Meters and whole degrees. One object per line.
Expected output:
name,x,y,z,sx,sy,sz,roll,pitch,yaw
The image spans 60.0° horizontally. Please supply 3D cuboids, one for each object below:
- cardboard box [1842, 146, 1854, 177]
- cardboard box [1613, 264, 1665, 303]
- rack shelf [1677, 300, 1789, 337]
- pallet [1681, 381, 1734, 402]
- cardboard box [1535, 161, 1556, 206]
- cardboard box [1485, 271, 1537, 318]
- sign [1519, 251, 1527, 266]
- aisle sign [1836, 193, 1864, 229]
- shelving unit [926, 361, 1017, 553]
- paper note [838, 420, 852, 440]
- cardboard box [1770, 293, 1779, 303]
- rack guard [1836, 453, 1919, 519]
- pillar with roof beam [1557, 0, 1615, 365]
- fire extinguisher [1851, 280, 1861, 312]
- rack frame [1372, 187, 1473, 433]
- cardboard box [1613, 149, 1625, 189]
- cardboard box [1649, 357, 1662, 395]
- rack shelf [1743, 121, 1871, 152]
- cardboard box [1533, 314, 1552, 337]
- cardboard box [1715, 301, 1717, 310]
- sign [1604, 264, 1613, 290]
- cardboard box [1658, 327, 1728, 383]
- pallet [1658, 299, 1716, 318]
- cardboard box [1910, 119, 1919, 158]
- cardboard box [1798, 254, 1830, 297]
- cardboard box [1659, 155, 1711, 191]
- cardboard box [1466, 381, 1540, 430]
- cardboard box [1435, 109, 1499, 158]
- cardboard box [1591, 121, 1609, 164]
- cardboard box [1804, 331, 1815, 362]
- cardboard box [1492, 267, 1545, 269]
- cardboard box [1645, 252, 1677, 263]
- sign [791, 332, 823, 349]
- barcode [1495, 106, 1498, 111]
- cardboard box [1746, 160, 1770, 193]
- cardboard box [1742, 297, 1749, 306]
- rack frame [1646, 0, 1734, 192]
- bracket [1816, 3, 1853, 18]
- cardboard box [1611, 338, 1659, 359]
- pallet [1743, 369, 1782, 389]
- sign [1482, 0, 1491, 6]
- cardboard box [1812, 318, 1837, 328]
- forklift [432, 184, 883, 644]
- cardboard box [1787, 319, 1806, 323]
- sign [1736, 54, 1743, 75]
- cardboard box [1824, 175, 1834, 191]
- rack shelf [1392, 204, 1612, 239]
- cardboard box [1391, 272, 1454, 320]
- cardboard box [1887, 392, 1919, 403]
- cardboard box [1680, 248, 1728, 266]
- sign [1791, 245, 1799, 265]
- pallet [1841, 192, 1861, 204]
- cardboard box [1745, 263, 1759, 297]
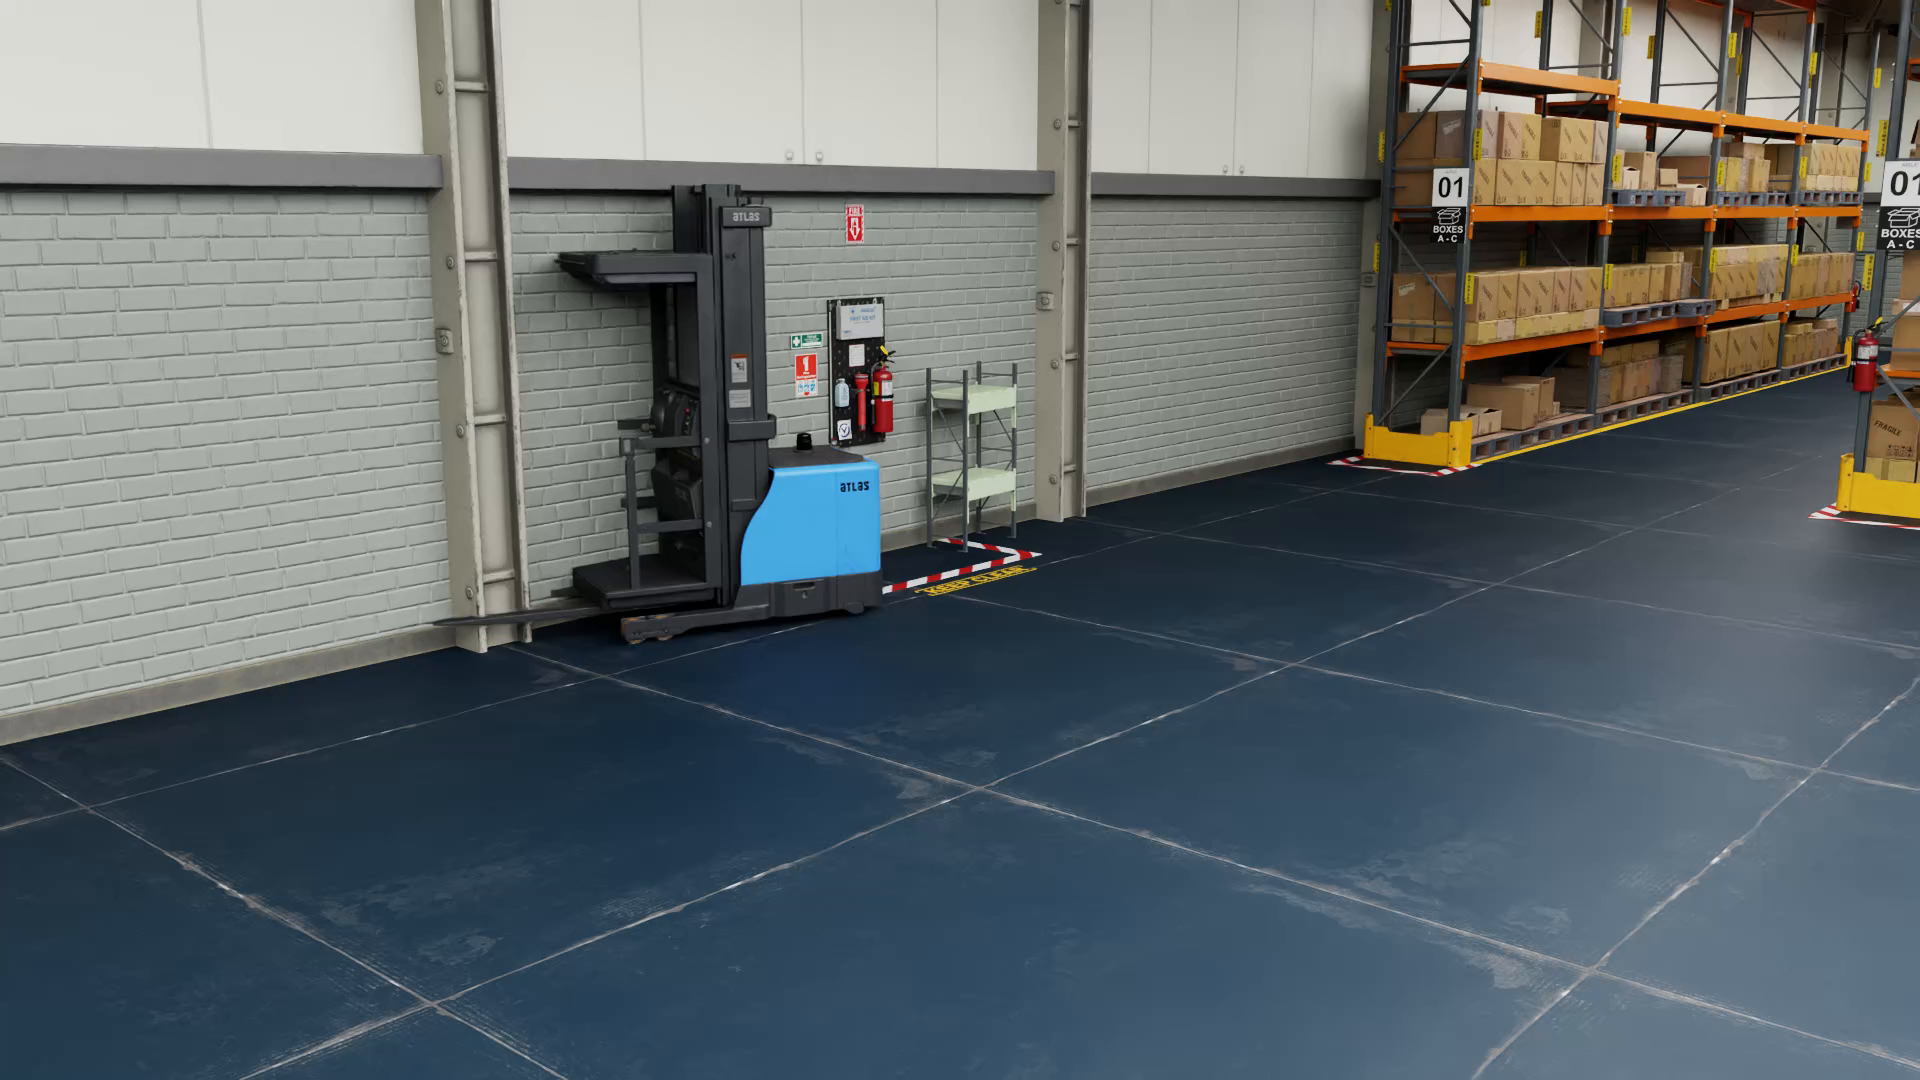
cardboard box,15.010,-6.508,28.621,0.500,0.500,0.500,10,15,42
cardboard box,9.238,-3.535,22.871,0.700,0.500,0.500,10,15,40
rack shelf,11.666,-3.468,25.753,1.077,0.370,4.000,10,15,40
pallet,10.923,-2.265,25.014,1.003,0.211,1.213,10,15,40
cardboard box,6.532,-4.129,19.261,0.500,0.500,0.500,11,16,44
cardboard box,6.286,-2.831,19.146,0.500,0.500,0.500,9,14,39
sign,7.286,-3.577,21.506,0.100,0.325,0.005,10,15,40
aisle sign,15.900,-5.950,29.706,0.394,0.787,0.004,10,15,40
shelving unit,0.103,-0.714,13.957,0.431,1.500,0.755,8,14,34
paper note,-0.912,-0.874,13.177,0.016,0.148,0.142,10,15,40
cardboard box,12.827,-3.875,26.544,0.380,0.149,0.250,10,15,41
rack guard,8.773,-0.480,15.339,1.175,0.500,0.348,10,15,40
pillar with roof beam,12.072,-5.832,20.437,9.100,9.000,0.400,10,15,40
fire extinguisher,16.073,-4.445,29.958,0.296,0.674,0.183,10,15,40
rack frame,5.065,-2.349,18.316,1.000,3.000,0.127,10,15,40
cardboard box,8.127,-4.734,21.269,0.500,0.500,0.500,-9,15,-39
cardboard box,9.483,-2.343,23.542,0.700,0.500,0.500,10,15,40
rack shelf,14.307,-6.802,28.151,1.077,0.370,4.000,10,15,40
cardboard box,6.634,-2.543,19.617,0.500,0.250,0.500,10,15,41
cardboard box,10.910,-3.468,24.504,0.380,0.149,0.250,10,15,41
sign,8.118,-3.293,20.832,0.100,0.325,0.005,10,15,40
cardboard box,10.930,-2.769,24.835,0.750,0.750,0.750,10,15,40
pallet,9.956,-3.314,23.634,1.213,0.211,1.003,10,15,40
cardboard box,9.171,-3.590,15.174,0.637,0.503,0.797,-11,16,-44
cardboard box,14.316,-4.555,28.591,0.980,0.700,0.700,9,14,38
cardboard box,10.617,-5.340,24.250,0.700,0.500,0.500,8,14,36
cardboard box,6.488,-1.615,19.897,0.700,0.500,0.500,9,14,37
cardboard box,5.502,-4.395,18.039,0.500,0.500,0.500,8,14,36
cardboard box,7.579,-4.849,20.314,0.500,0.500,0.500,8,14,36
cardboard box,14.232,-3.341,28.588,0.700,0.500,0.500,10,15,42
cardboard box,6.894,-3.124,20.612,0.500,0.500,0.500,10,15,40
cardboard box,9.940,-4.005,23.572,0.380,0.149,0.250,7,13,31
sign,-1.176,-1.532,12.778,0.001,0.109,0.331,10,15,40
barcode,6.465,-5.192,20.037,0.001,0.075,0.075,10,15,40
cardboard box,12.323,-5.735,26.232,0.700,0.500,0.500,9,14,37
cardboard box,11.920,-3.696,25.650,0.380,0.149,0.250,10,15,42
rack frame,10.346,-6.468,23.621,1.000,3.000,0.127,10,15,40
bracket,15.040,-9.431,29.265,0.076,0.066,4.783,10,15,40
cardboard box,9.487,-2.696,23.394,0.500,0.250,0.500,10,15,41
pallet,12.534,-2.624,26.811,1.003,0.211,1.213,10,15,40
sign,5.473,-5.718,17.278,0.100,0.325,0.005,10,15,40
cardboard box,15.292,-3.843,29.449,0.380,0.149,0.250,10,15,40
forklift,-2.093,-0.879,11.129,3.031,2.935,1.130,-6,13,-26
cardboard box,14.673,-3.819,29.325,0.380,0.149,0.250,10,15,41
sign,12.586,-7.668,26.838,0.100,0.325,0.005,10,15,40
cardboard box,14.321,-5.984,27.912,0.500,0.250,0.500,9,15,39
rack shelf,6.385,-3.762,19.566,1.077,0.370,4.000,10,15,40
cardboard box,5.217,-2.750,18.740,0.500,0.500,0.500,10,15,40
cardboard box,9.568,-1.201,16.600,0.500,0.500,0.500,10,15,40
cardboard box,10.858,-4.137,24.283,0.500,0.250,0.500,10,15,42
sign,13.401,-4.575,26.706,0.100,0.325,0.005,10,15,40
pallet,15.145,-6.020,29.263,1.003,0.211,1.213,10,15,40
cardboard box,11.878,-3.996,25.493,0.500,0.500,0.500,10,15,42
